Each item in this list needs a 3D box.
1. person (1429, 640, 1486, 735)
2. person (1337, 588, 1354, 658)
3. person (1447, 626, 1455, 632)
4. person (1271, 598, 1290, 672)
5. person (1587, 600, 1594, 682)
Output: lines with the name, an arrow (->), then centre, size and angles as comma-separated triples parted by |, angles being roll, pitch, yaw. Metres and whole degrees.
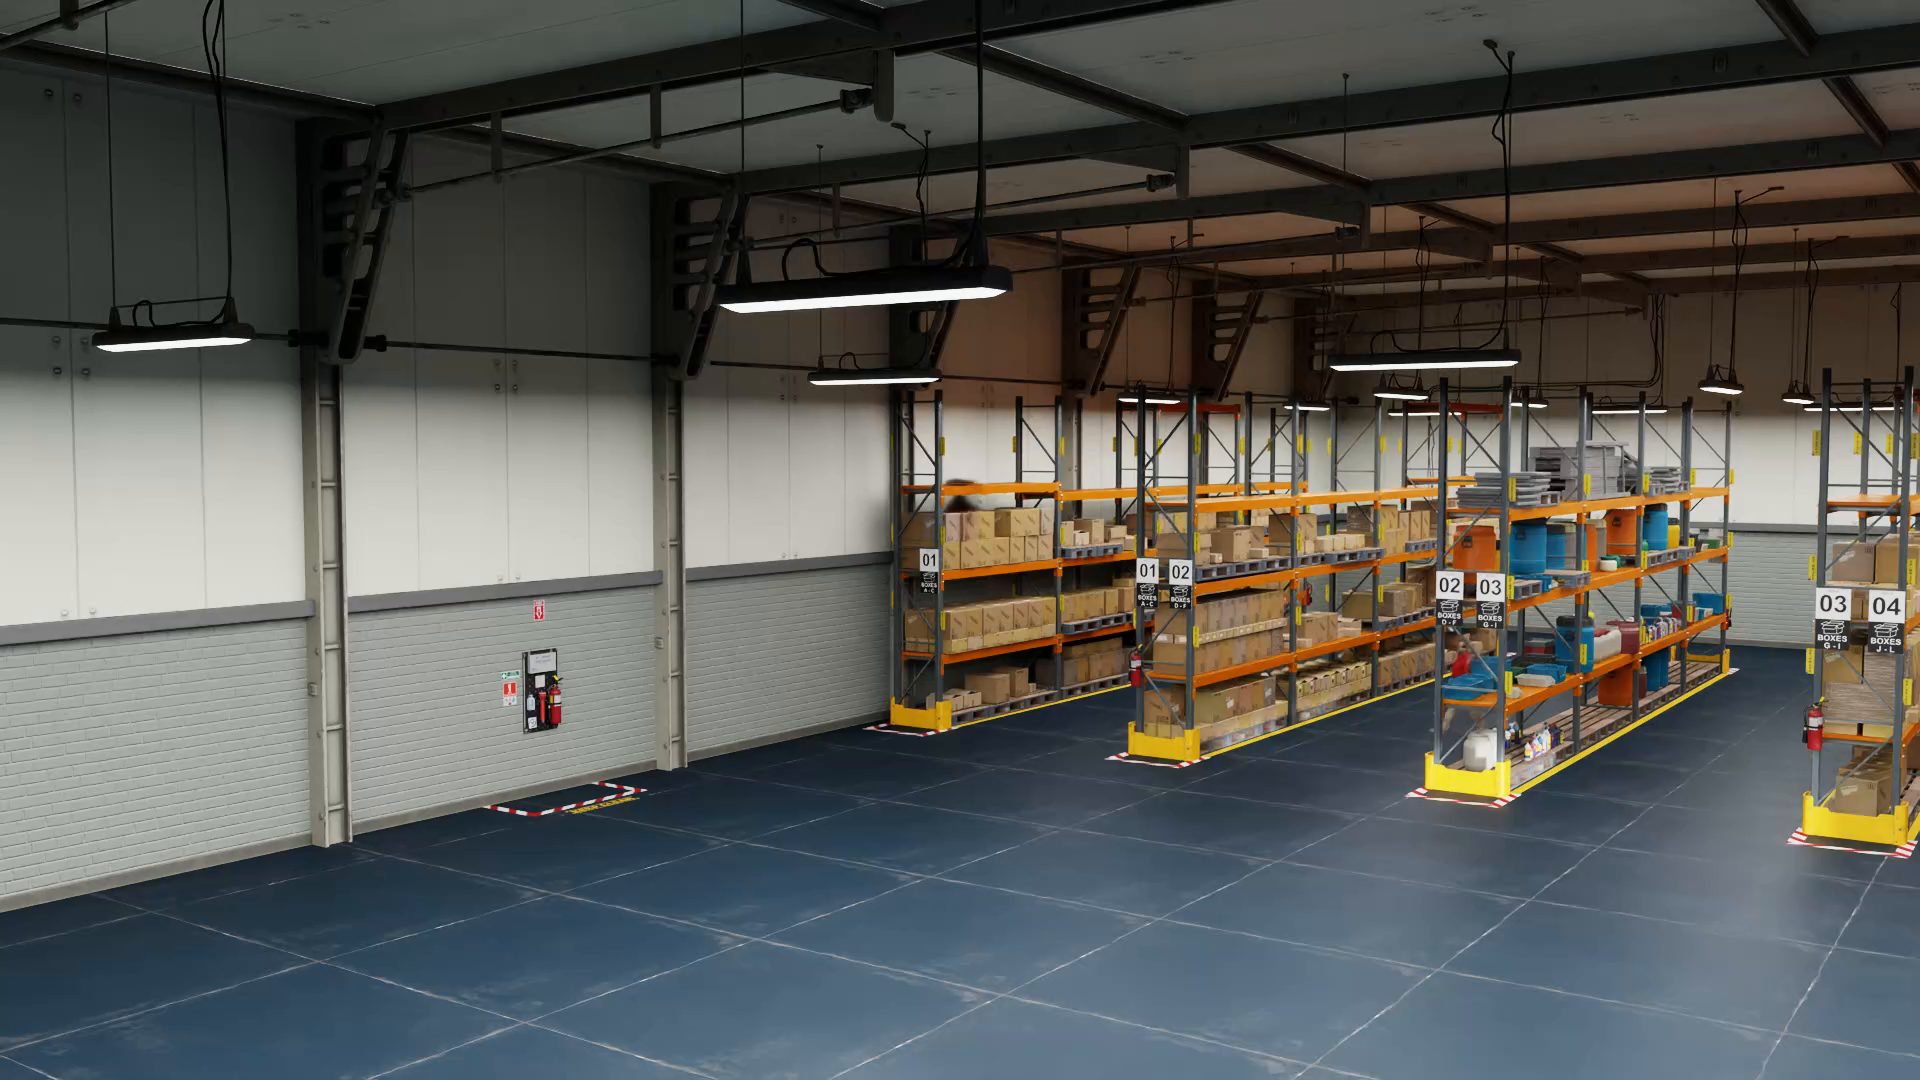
person -> 8.583, 2.547, 28.489 | 1.046, 1.662, 0.535 | -1, 3, -16
person -> 9.322, 1.963, 39.691 | 0.532, 1.649, 0.982 | 2, 4, 34
person -> 13.053, 1.647, 44.874 | 0.583, 1.674, 0.389 | 0, 3, 8
person -> 7.019, 2.129, 35.908 | 0.633, 1.765, 0.829 | 3, 4, 39
person -> 13.209, 2.128, 35.237 | 0.388, 1.775, 0.655 | 2, 4, 34
